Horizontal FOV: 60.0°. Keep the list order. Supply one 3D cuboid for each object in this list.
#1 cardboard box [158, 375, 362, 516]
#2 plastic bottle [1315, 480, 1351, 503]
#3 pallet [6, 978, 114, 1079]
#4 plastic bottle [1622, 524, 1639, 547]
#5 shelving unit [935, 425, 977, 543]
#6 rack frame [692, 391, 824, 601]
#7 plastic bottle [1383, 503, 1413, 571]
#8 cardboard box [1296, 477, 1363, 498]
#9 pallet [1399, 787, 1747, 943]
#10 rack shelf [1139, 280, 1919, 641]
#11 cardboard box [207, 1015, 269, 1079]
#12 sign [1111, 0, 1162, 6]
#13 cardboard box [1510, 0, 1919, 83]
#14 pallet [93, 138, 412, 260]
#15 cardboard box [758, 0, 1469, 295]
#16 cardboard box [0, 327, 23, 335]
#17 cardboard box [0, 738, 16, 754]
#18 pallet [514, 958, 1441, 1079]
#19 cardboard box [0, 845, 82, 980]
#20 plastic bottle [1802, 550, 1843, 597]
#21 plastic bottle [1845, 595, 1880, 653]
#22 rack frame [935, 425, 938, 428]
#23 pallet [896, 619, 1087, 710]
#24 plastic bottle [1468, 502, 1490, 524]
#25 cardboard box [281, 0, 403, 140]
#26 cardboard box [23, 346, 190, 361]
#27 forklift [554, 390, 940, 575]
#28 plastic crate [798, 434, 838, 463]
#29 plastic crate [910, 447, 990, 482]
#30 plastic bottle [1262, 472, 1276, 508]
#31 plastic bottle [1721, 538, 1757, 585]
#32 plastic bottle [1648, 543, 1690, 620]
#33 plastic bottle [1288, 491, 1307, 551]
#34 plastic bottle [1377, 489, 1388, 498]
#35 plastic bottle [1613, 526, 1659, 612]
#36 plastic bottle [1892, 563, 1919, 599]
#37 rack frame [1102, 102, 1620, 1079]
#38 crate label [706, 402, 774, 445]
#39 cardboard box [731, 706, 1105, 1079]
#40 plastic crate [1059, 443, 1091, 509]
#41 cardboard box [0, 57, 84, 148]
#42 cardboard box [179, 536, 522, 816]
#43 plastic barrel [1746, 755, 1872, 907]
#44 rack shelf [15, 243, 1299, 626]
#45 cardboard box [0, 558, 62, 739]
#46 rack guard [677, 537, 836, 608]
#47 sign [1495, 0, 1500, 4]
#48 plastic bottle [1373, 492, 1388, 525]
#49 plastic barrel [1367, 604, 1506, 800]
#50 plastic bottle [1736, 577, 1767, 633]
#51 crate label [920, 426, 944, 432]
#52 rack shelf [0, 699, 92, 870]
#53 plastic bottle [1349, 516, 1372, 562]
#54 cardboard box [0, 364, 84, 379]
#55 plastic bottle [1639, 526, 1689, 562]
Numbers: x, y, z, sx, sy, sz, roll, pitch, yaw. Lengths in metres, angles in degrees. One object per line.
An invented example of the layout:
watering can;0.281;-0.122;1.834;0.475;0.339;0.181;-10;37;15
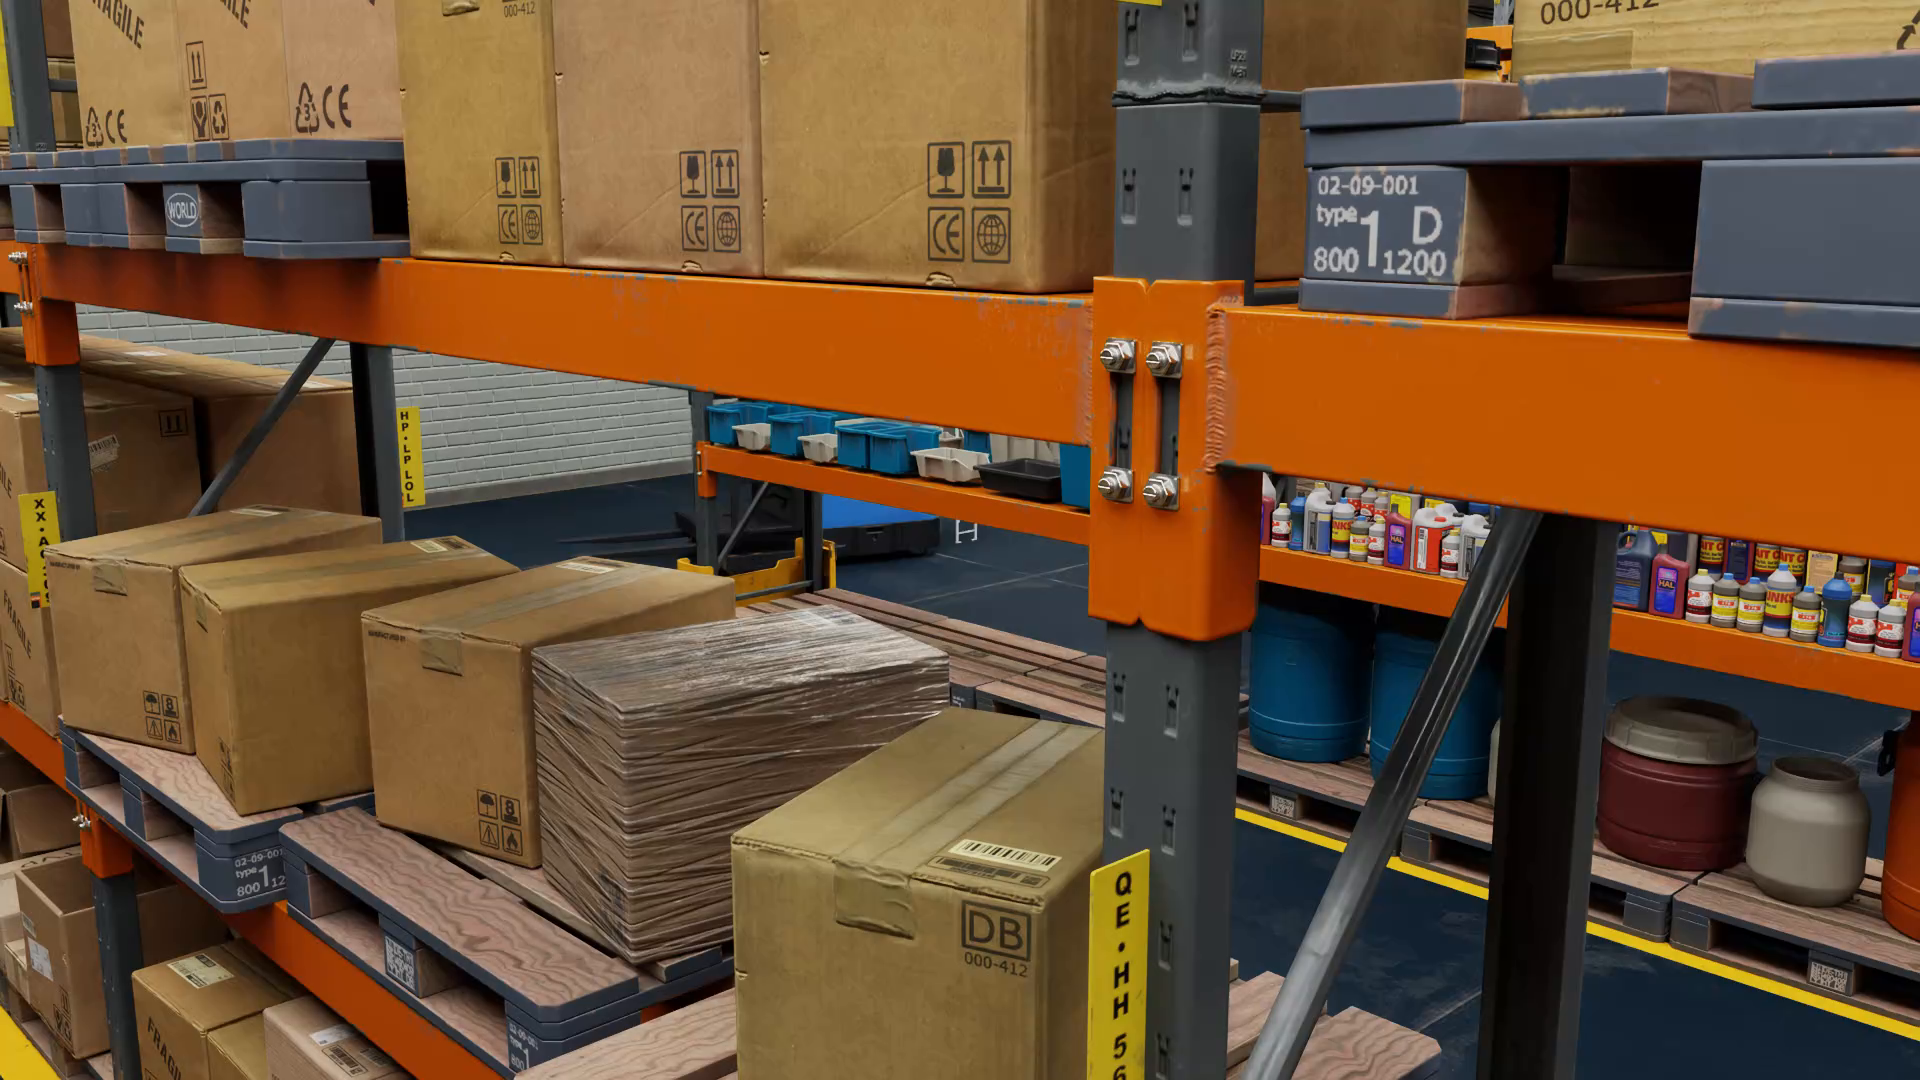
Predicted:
cardboard box;-2.321;-0.272;5.570;0.500;0.500;0.500;-10;16;-41
plastic bottle;1.892;-0.241;8.457;0.152;0.276;0.135;-11;16;-43
pallet;-2.673;1.641;5.926;1.003;0.211;1.213;-11;16;-43
plastic bottle;3.018;-0.041;7.300;0.144;0.351;0.185;-11;16;-43
shelving unit;-0.114;-0.612;14.408;0.258;1.200;0.503;-11;16;-43
rack frame;-1.377;-0.898;11.338;1.000;3.000;0.127;-11;16;-43
plastic bottle;1.944;-0.015;7.339;0.061;0.283;0.133;-11;16;-43
cardboard box;3.334;-0.539;13.817;0.875;0.875;0.875;-11;16;-43
pallet;2.735;1.348;7.347;1.003;0.211;1.213;-11;16;-43
rack shelf;1.944;0.134;0.677;1.077;0.370;4.000;-11;16;-43
cardboard box;-1.665;1.565;4.487;0.500;0.500;0.500;-11;16;-42
sign;0.169;-0.688;1.603;0.100;0.325;0.005;-11;16;-43
cardboard box;0.917;-0.584;1.710;0.500;0.250;0.500;10;15;41
pallet;-1.081;-0.746;3.631;1.213;0.211;1.003;-11;16;-43
cardboard box;0.237;-0.618;2.297;0.910;0.500;0.500;-11;16;-43
cardboard box;-4.456;-0.721;7.750;0.500;0.500;0.500;-11;16;-43
cardboard box;-4.408;0.845;7.980;0.500;0.500;0.500;-11;16;-43
pallet;0.044;0.964;2.776;1.213;0.211;1.003;-11;16;-43
cardboard box;-3.316;1.323;6.127;0.500;0.311;0.500;-11;16;-43
plastic bottle;3.545;0.091;6.825;0.061;0.283;0.133;-11;16;-43
plastic bottle;3.267;0.300;6.016;0.097;0.201;0.097;0;12;0
rack frame;-0.283;-0.647;14.580;0.240;1.200;0.015;-11;16;-43
pallet;0.003;0.771;10.145;1.003;0.211;1.213;-11;16;-43
plastic bottle;2.415;-0.092;7.744;0.097;0.271;0.097;0;12;0
cardboard box;-0.982;-1.120;3.442;0.600;0.600;0.600;11;16;43
cardboard box;-3.390;-0.497;6.665;0.500;0.500;0.500;-10;15;-41
forklift;-1.725;-1.276;13.343;3.031;2.935;1.130;-5;13;-24
plastic crate;-0.814;-0.559;10.198;0.250;0.136;0.298;-11;16;-43
plastic crate;-0.034;-0.427;9.556;0.293;0.136;0.466;-11;16;-43
plastic bottle;1.422;-0.188;8.013;0.144;0.351;0.185;-11;16;-43
plastic bottle;3.318;0.043;7.058;0.061;0.283;0.133;-11;16;-43
plastic bottle;2.771;0.160;6.491;0.061;0.283;0.133;-11;16;-43
plastic bottle;1.583;-0.091;7.737;0.097;0.271;0.097;0;12;0
plastic bottle;2.144;-0.188;8.198;0.152;0.276;0.135;-11;16;-43
plastic bottle;2.691;0.098;6.625;0.144;0.351;0.185;-11;16;-43
plastic bottle;3.763;0.154;6.537;0.152;0.276;0.135;-11;16;-43
rack frame;0.563;0.959;2.324;1.000;3.000;0.127;-11;16;-43
crate label;-1.444;-0.764;10.952;0.416;0.233;0.303;-11;16;-43
cardboard box;0.046;0.628;2.641;0.500;0.500;0.700;6;13;26
plastic crate;0.817;-0.357;8.600;0.392;0.384;0.575;-11;16;-43
cardboard box;-2.732;-1.299;4.980;0.500;0.250;0.500;-11;16;-43
cardboard box;-1.513;0.312;4.174;0.700;0.500;0.500;-8;14;-34
plastic barrel;3.343;1.143;6.555;0.421;0.512;0.421;0;12;0
rack shelf;-0.818;-0.450;3.510;1.077;0.370;4.000;-11;16;-43
cardboard box;-2.730;0.289;5.328;0.500;0.500;0.500;-11;16;-42
rack guard;-1.403;0.324;11.599;1.175;0.500;0.348;-11;16;-43
sign;5.470;-5.624;16.897;0.100;0.325;0.005;-11;16;-43
plastic bottle;2.067;-0.131;8.108;0.097;0.201;0.097;0;12;0
plastic barrel;2.238;0.693;7.776;0.600;0.901;0.708;-11;16;-43
plastic bottle;2.998;0.243;6.292;0.097;0.201;0.097;0;12;0
crate label;-0.283;-0.623;10.508;0.396;0.136;0.243;-11;16;-43
rack shelf;-3.581;0.436;6.646;1.077;0.370;4.000;-11;16;-43
plastic bottle;1.810;-0.008;7.510;0.097;0.201;0.097;0;12;0
cardboard box;-3.440;-0.349;5.947;0.500;0.500;0.500;-11;16;-42
plastic bottle;3.001;0.000;7.101;0.144;0.351;0.185;-11;16;-43
